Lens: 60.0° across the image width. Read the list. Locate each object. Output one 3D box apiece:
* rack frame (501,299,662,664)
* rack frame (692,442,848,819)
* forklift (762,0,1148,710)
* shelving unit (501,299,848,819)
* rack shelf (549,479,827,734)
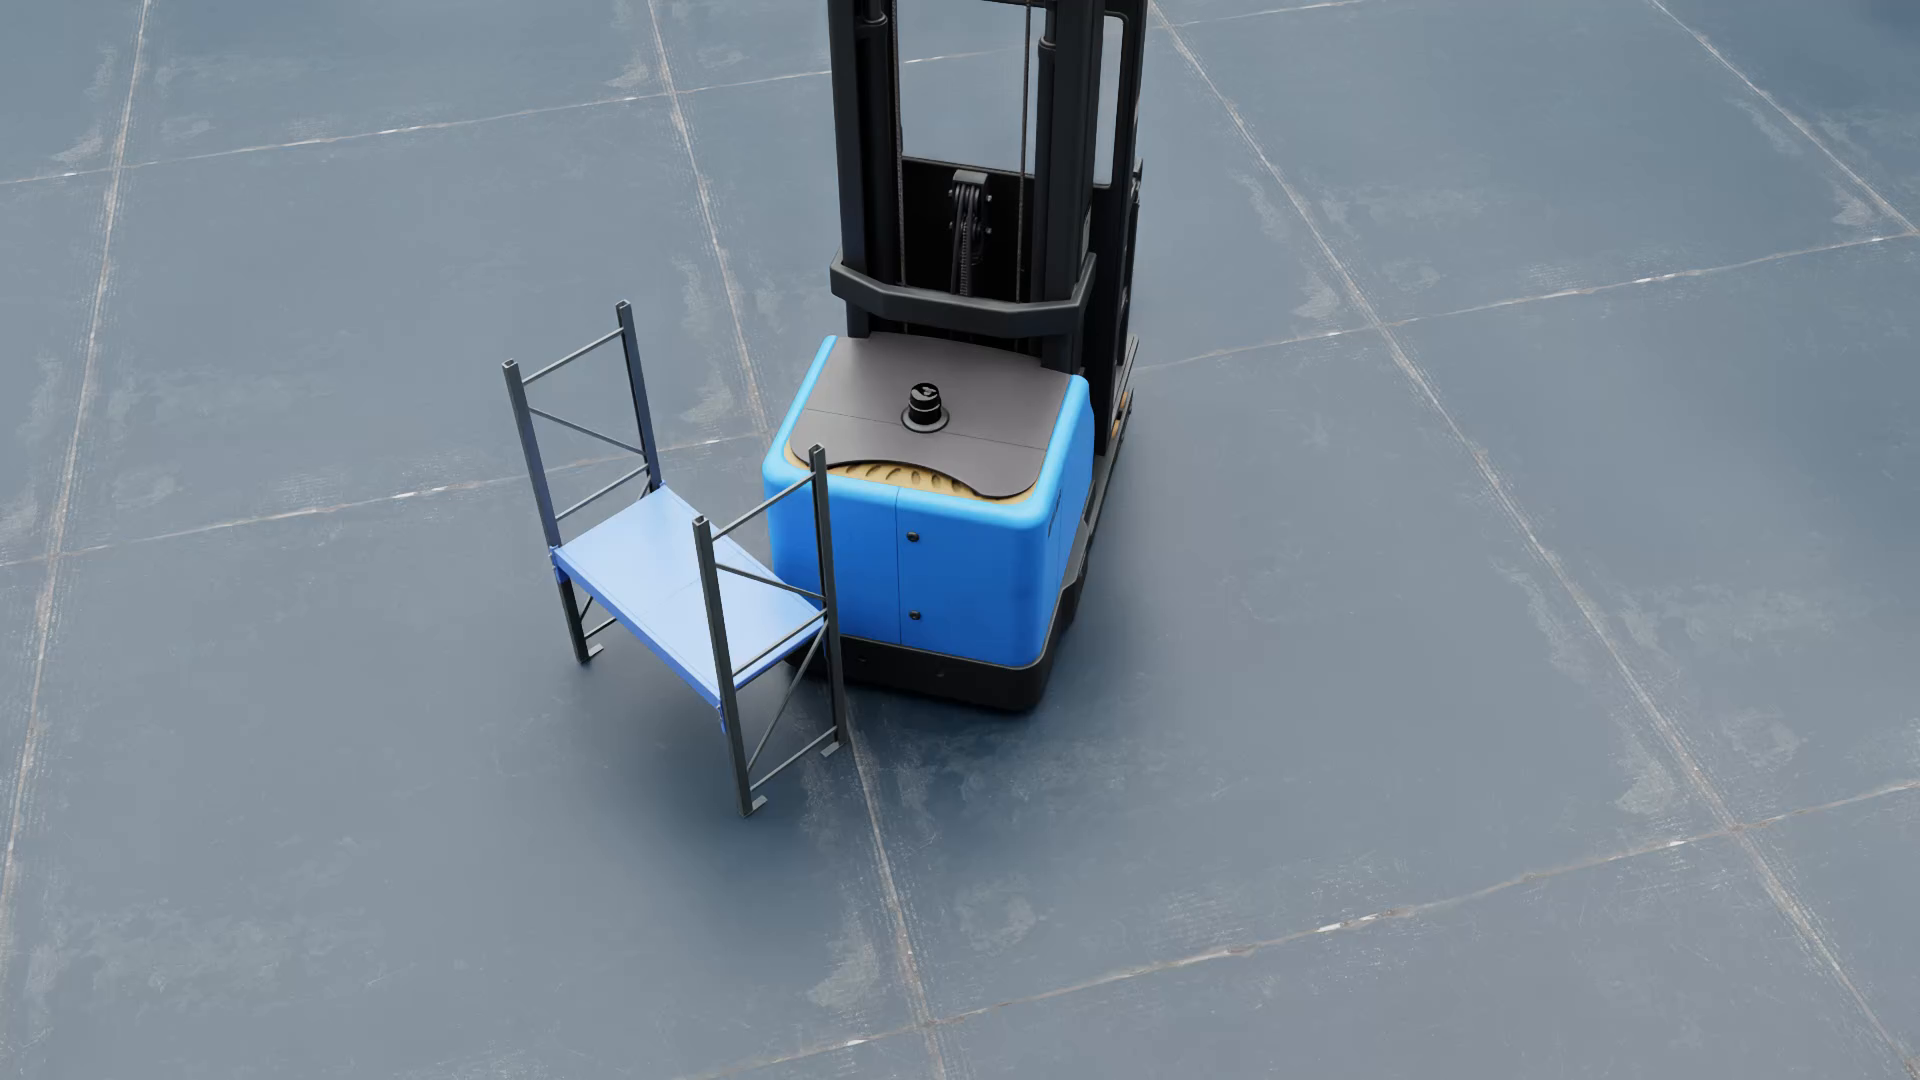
[{"bbox_3d":[-1.319,-0.171,6.118,0.500,1.500,0.032,-35,55,-29],"label":"rack frame"},{"bbox_3d":[-0.611,0.351,5.607,0.500,1.500,0.032,-35,55,-29],"label":"rack frame"},{"bbox_3d":[0.155,-1.457,6.376,1.130,2.935,3.031,10,46,10],"label":"forklift"},{"bbox_3d":[-0.965,0.090,5.862,0.538,1.500,1.048,-35,55,-29],"label":"shelving unit"},{"bbox_3d":[-0.965,0.216,5.991,0.538,0.185,1.000,-35,55,-29],"label":"rack shelf"}]
